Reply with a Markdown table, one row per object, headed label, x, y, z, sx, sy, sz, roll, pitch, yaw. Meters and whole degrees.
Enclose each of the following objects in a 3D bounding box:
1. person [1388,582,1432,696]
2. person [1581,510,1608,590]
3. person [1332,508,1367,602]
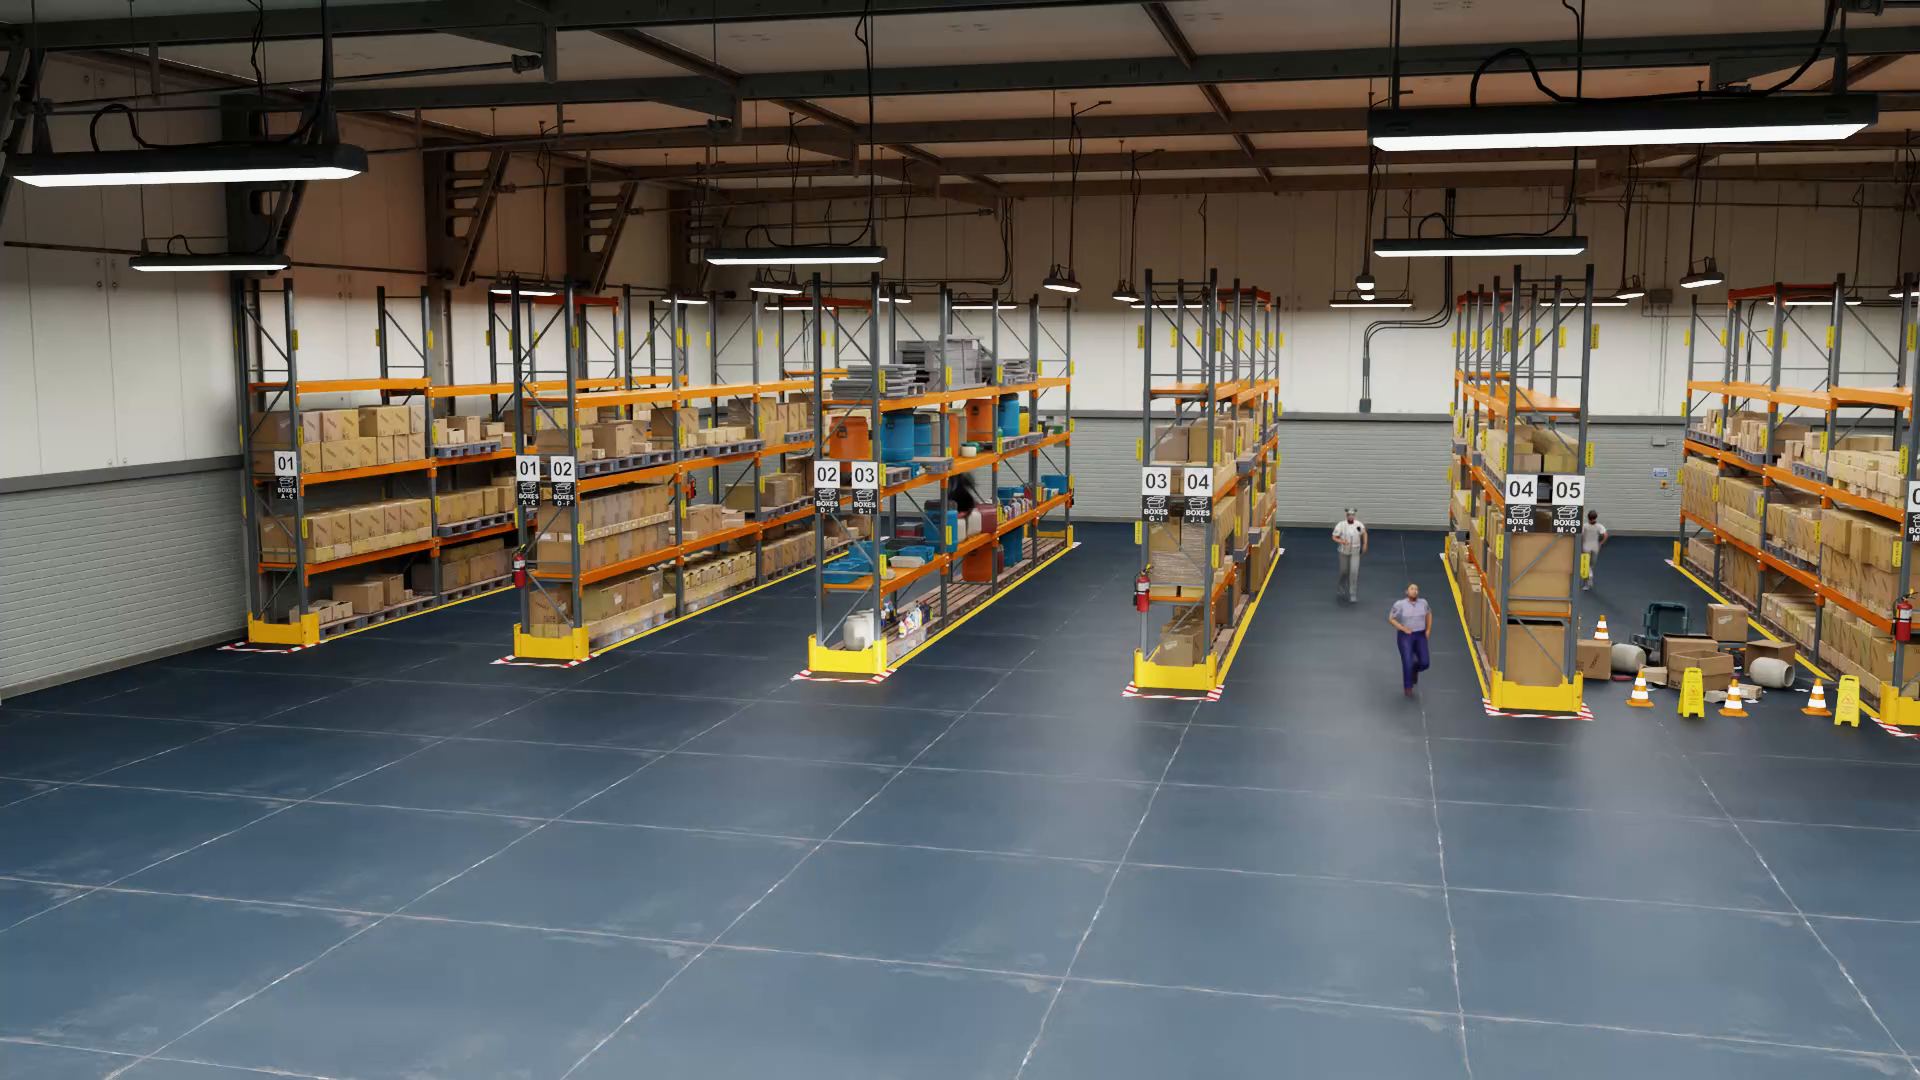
| label | x | y | z | sx | sy | sz | roll | pitch | yaw |
| --- | --- | --- | --- | --- | --- | --- | --- | --- | --- |
| person | 6.397 | 1.406 | 23.545 | 0.654 | 1.600 | 0.535 | -1 | 7 | -5 |
| person | 12.582 | 0.228 | 33.150 | 0.566 | 1.657 | 0.804 | 1 | 7 | 8 |
| person | 7.557 | 0.260 | 32.255 | 0.683 | 1.815 | 0.854 | 1 | 7 | 7 |
